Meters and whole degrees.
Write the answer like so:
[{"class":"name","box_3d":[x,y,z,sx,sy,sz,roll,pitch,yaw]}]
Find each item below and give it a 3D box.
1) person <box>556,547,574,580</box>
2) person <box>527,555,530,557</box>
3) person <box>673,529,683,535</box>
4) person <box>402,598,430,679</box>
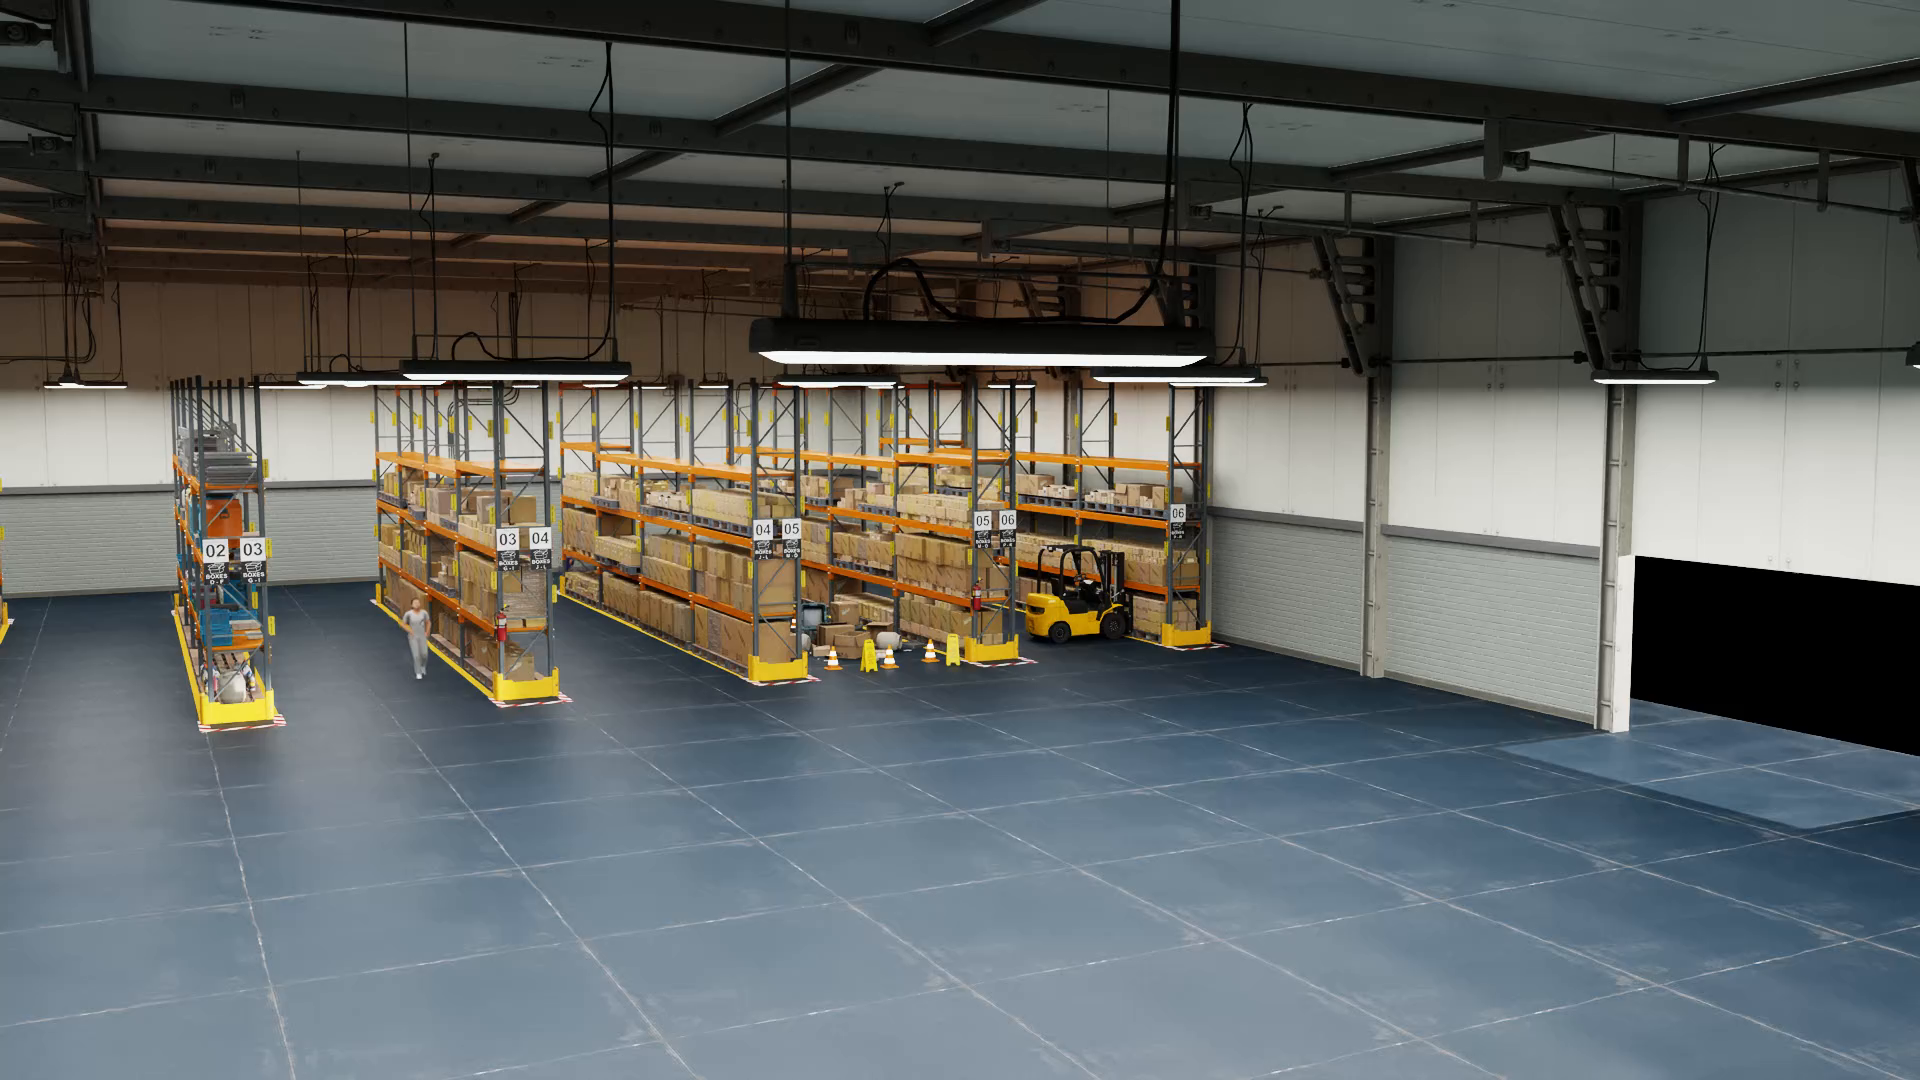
[{"class":"person","box_3d":[-11.484,0.632,48.399,0.487,1.585,0.664,-3,6,-33]},{"class":"person","box_3d":[-11.276,0.919,44.425,0.672,1.752,0.982,-2,6,-23]},{"class":"person","box_3d":[-8.474,0.316,50.253,0.961,1.762,0.650,-2,5,-22]},{"class":"person","box_3d":[-10.832,1.958,33.180,0.567,1.632,0.550,-2,6,-25]}]
